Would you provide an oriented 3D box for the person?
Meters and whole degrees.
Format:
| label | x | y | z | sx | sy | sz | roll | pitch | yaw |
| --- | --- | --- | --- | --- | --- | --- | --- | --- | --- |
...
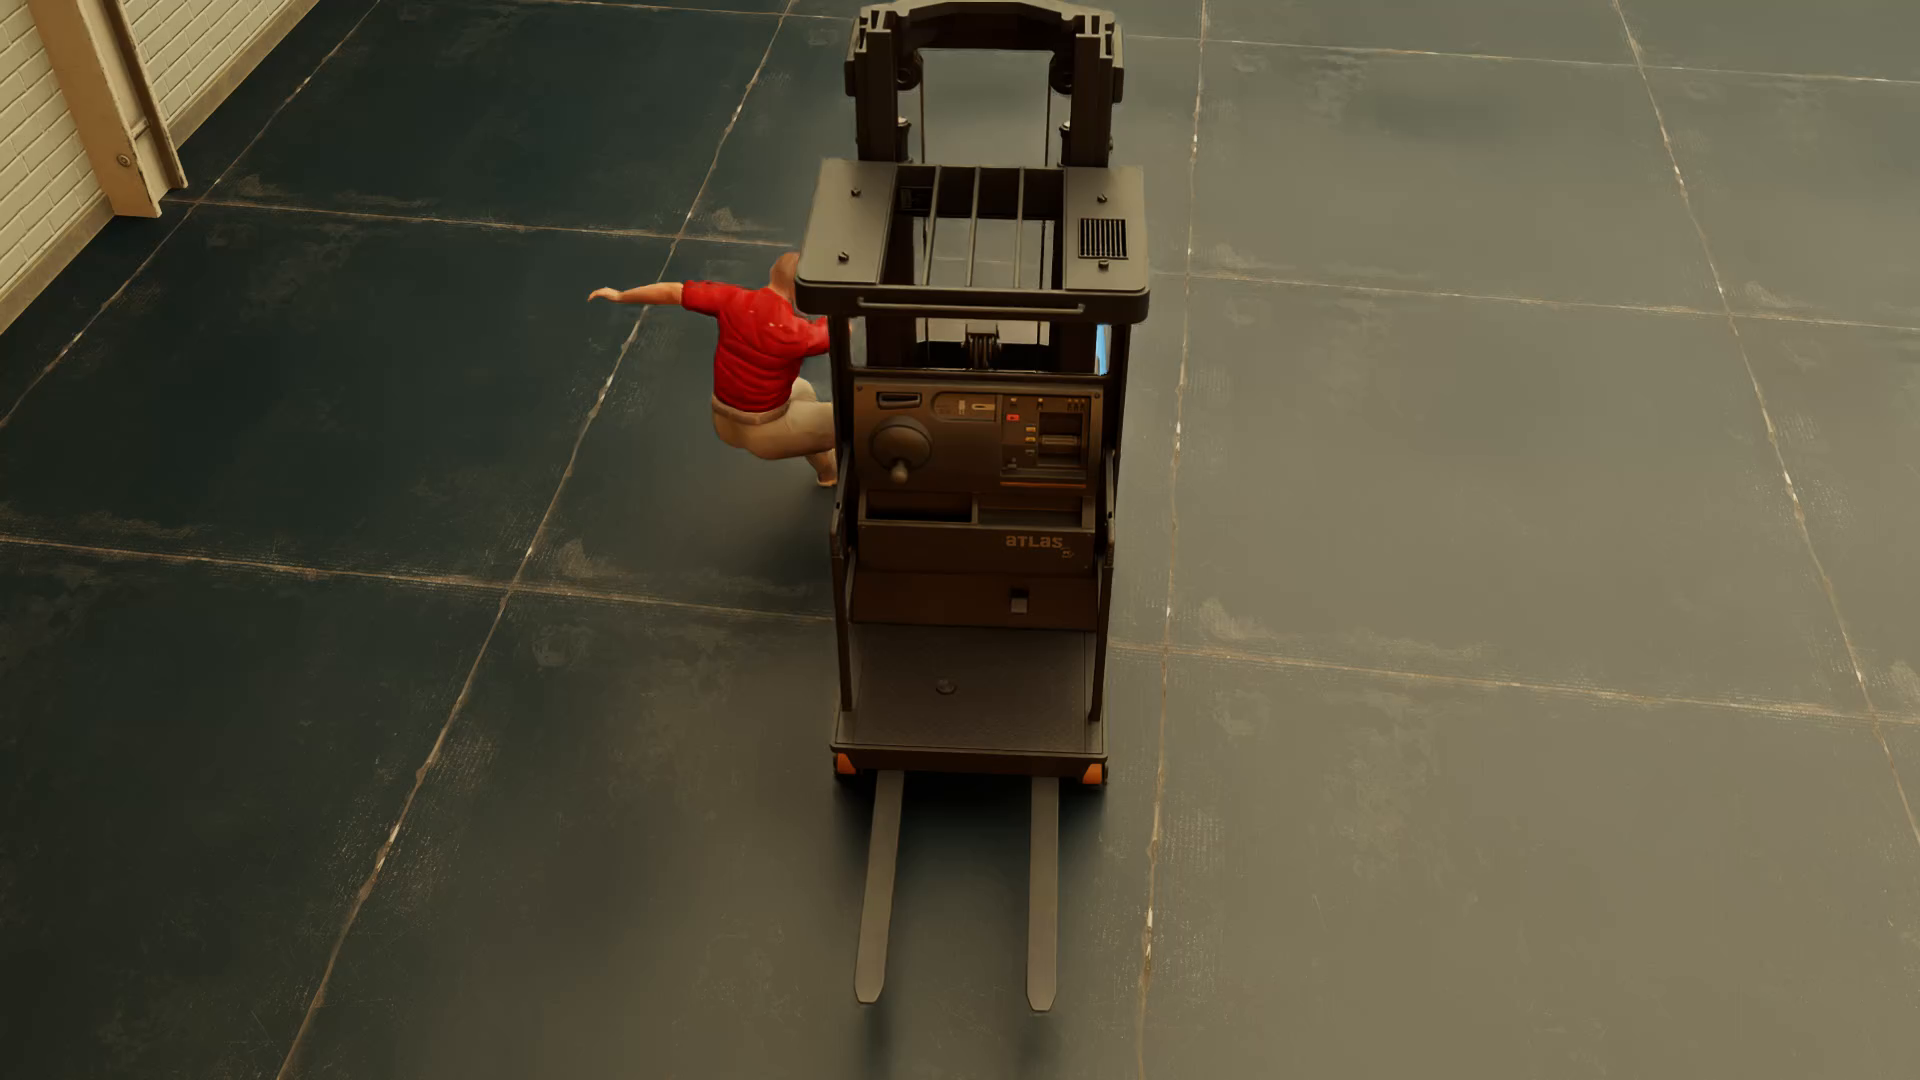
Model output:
| label | x | y | z | sx | sy | sz | roll | pitch | yaw |
| --- | --- | --- | --- | --- | --- | --- | --- | --- | --- |
| person | -0.918 | -0.752 | 7.718 | 1.315 | 1.426 | 0.840 | 26 | 48 | 25 |

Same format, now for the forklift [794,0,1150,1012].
| label | x | y | z | sx | sy | sz | roll | pitch | yaw |
| --- | --- | --- | --- | --- | --- | --- | --- | --- | --- |
| forklift | 0.057 | -0.312 | 6.064 | 1.130 | 2.935 | 3.031 | 2 | 43 | 2 |
